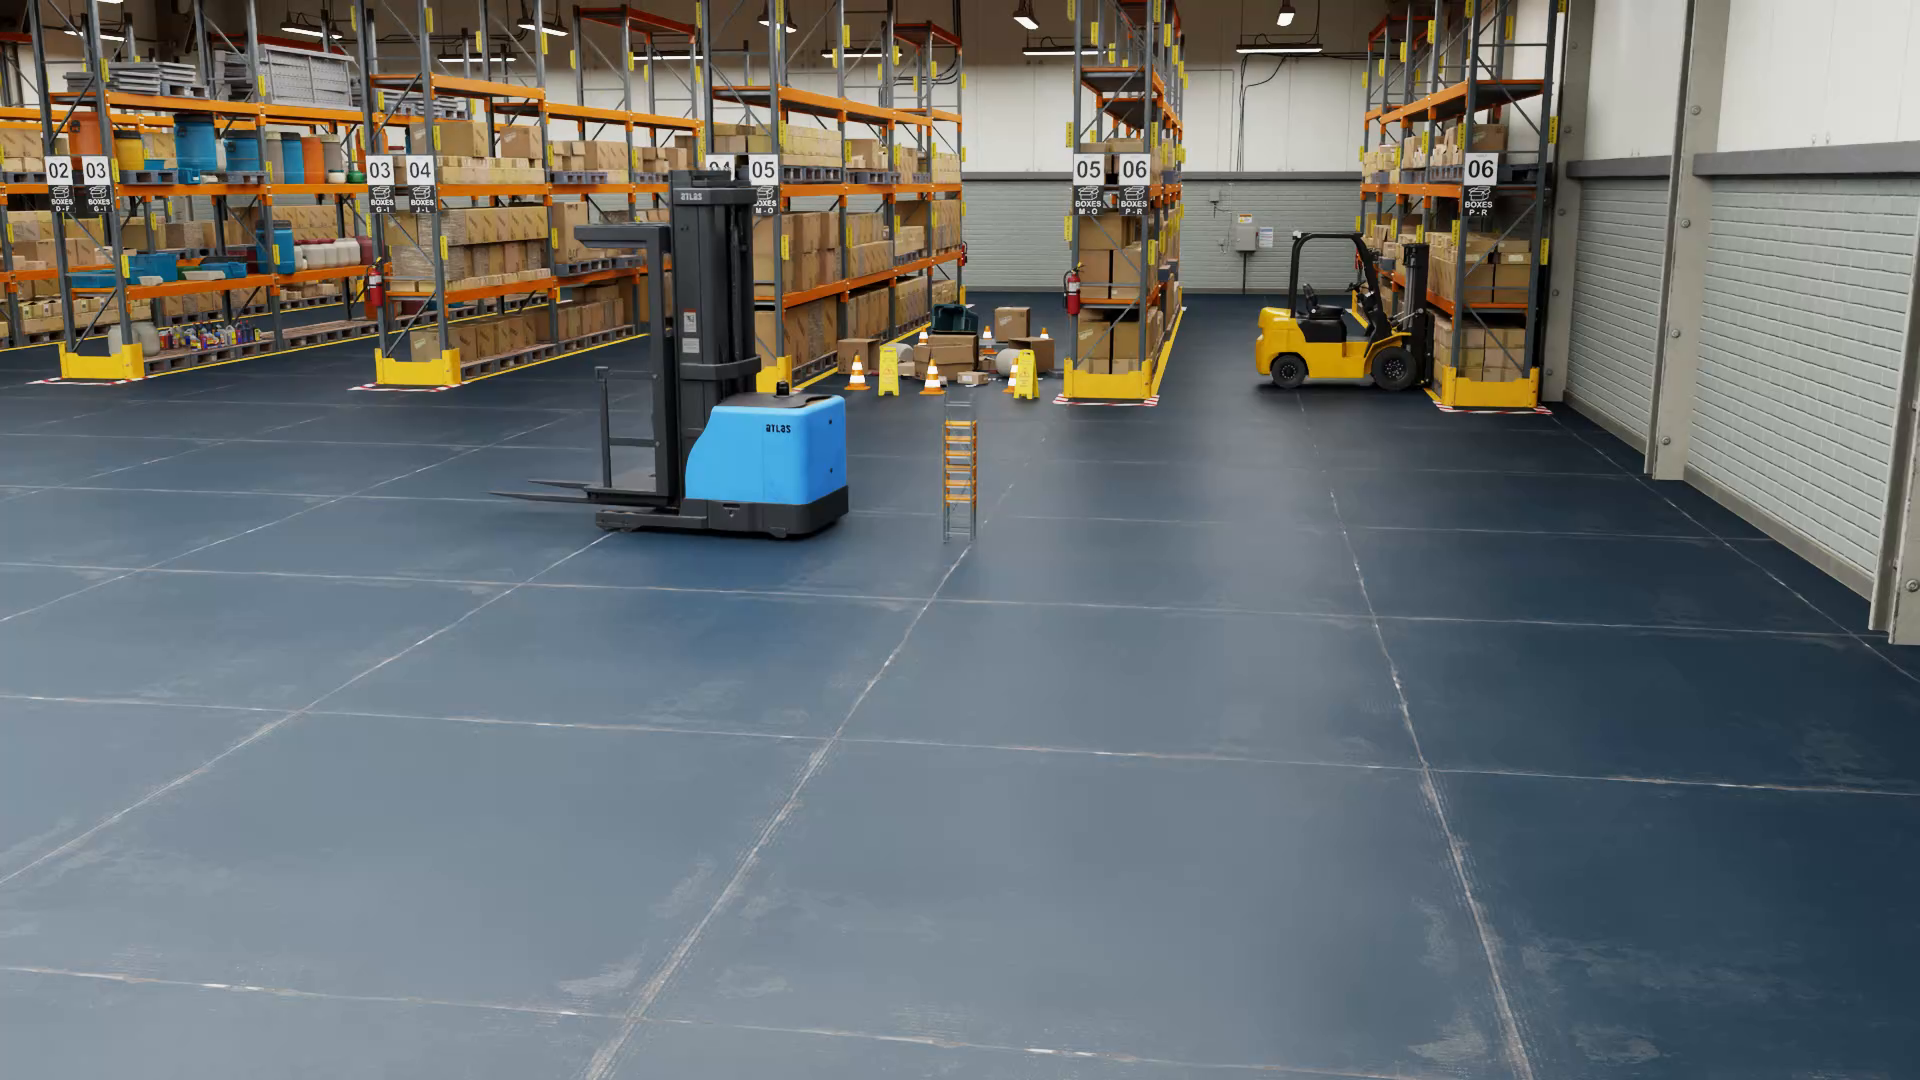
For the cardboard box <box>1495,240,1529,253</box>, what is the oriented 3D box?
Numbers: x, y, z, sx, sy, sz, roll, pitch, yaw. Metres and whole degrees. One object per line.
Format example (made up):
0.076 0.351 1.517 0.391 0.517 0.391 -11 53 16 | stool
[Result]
7.151 -3.805 21.545 0.380 0.149 0.250 2 12 8 | cardboard box

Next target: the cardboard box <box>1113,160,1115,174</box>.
1.887 -5.148 22.792 0.500 0.250 0.500 2 12 8 | cardboard box

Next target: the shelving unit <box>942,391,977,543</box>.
-0.002 -0.584 13.353 0.258 1.200 0.189 2 12 9 | shelving unit

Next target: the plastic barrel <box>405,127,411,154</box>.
-10.969 -7.926 33.846 0.600 0.901 0.708 2 12 9 | plastic barrel

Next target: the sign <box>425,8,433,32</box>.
-7.273 -7.122 22.775 0.100 0.325 0.005 2 12 9 | sign

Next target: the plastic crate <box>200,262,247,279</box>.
-11.990 -4.393 27.109 0.499 0.251 0.616 2 12 9 | plastic crate

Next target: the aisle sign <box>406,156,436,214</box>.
-7.523 -4.960 23.216 0.394 0.787 0.004 2 12 9 | aisle sign

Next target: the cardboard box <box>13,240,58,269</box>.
-16.767 -5.184 30.190 0.500 0.500 0.500 3 12 13 | cardboard box

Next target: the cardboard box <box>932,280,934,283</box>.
-0.803 -5.804 37.661 0.380 0.149 0.250 2 12 10 | cardboard box

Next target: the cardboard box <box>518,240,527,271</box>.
-7.436 -4.544 26.514 0.875 0.500 0.500 2 12 9 | cardboard box

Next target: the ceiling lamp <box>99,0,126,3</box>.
-14.333 -10.536 27.165 0.800 3.185 2.000 2 12 9 | ceiling lamp

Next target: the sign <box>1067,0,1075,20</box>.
1.437 -6.879 21.461 0.100 0.325 0.005 2 12 9 | sign

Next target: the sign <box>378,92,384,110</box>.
-10.928 -8.296 31.393 0.100 0.325 0.005 2 12 9 | sign

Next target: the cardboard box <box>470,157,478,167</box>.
-7.332 -5.561 24.469 0.380 0.149 0.250 2 12 9 | cardboard box

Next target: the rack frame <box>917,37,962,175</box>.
-0.463 -9.793 37.575 1.000 3.000 0.127 2 12 9 | rack frame

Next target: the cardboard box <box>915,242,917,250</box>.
-1.062 -5.863 33.178 0.380 0.149 0.250 1 12 6 | cardboard box

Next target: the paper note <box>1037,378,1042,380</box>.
1.155 -2.373 24.434 0.142 0.019 0.148 -2 12 -11 | paper note

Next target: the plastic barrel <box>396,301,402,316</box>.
-11.416 -4.749 33.319 0.421 0.512 0.421 0 12 0 | plastic barrel

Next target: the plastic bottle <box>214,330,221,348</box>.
-12.017 -3.255 26.909 0.097 0.271 0.097 0 12 0 | plastic bottle

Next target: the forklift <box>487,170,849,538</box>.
-2.532 -1.602 13.968 3.031 2.935 1.130 4 13 16 | forklift

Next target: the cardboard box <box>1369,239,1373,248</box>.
8.633 -6.019 33.953 0.500 0.250 0.500 2 12 9 | cardboard box

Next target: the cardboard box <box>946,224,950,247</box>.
-0.518 -6.636 36.224 0.500 0.500 0.500 3 12 11 | cardboard box

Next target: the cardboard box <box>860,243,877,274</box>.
-1.727 -4.827 28.533 0.500 0.500 0.500 2 12 10 | cardboard box

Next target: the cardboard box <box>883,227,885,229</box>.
-1.713 -6.171 33.193 0.380 0.149 0.250 2 12 8 | cardboard box

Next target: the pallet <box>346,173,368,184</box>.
-11.259 -7.067 32.495 1.003 0.211 1.213 2 12 9 | pallet

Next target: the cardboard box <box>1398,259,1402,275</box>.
7.726 -4.633 28.229 0.500 0.250 0.500 2 12 7 | cardboard box

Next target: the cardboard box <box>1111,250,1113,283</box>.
1.876 -3.811 23.112 0.500 0.500 0.500 2 12 9 | cardboard box

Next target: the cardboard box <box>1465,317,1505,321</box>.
7.395 -2.989 23.397 0.500 0.250 0.500 2 12 8 | cardboard box

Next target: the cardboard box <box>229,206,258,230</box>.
-15.930 -7.183 37.091 0.500 0.500 0.500 2 12 9 | cardboard box

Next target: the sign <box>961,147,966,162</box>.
0.082 -8.737 37.695 0.100 0.325 0.005 2 12 9 | sign

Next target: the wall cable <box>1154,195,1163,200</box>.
5.288 -8.408 42.900 0.585 1.953 0.123 2 12 9 | wall cable

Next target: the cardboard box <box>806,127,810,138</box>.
-2.362 -5.841 23.826 0.380 0.149 0.250 2 12 8 | cardboard box

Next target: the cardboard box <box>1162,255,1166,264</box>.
3.223 -4.681 27.692 0.380 0.149 0.250 2 12 11 | cardboard box

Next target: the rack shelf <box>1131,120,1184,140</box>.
4.136 -8.690 35.114 1.077 0.370 4.000 2 12 9 | rack shelf

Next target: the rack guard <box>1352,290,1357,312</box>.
9.337 -5.323 37.007 1.175 0.500 0.348 2 12 9 | rack guard

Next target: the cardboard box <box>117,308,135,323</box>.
-16.283 -4.335 32.018 0.500 0.250 0.500 2 12 8 | cardboard box

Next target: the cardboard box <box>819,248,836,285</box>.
-2.416 -4.243 25.707 0.875 0.550 0.550 2 12 9 | cardboard box

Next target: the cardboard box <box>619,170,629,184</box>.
-6.410 -6.663 30.526 0.500 0.250 0.500 2 12 9 | cardboard box

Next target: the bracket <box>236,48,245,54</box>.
-19.692 -13.374 45.648 0.235 0.232 0.430 2 12 9 | bracket

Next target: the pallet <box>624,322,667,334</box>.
-6.383 -4.175 32.367 1.003 0.211 1.213 2 12 9 | pallet

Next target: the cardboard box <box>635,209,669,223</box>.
-6.251 -6.343 33.188 0.797 0.503 0.637 2 12 10 | cardboard box

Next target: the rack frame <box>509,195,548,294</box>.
-10.243 -7.203 39.795 1.000 3.000 0.127 2 12 9 | rack frame

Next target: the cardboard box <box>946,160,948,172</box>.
-0.531 -8.076 35.896 0.500 0.250 0.500 1 12 6 | cardboard box

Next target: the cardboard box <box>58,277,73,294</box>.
-20.431 -5.827 38.346 0.700 0.500 0.500 2 12 9 | cardboard box

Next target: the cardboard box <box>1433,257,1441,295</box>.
6.938 -3.710 23.349 0.500 0.500 0.500 2 12 9 | cardboard box

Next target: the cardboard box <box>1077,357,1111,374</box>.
1.845 -2.434 23.195 0.500 0.250 0.500 2 12 8 | cardboard box

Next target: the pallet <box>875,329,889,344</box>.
-1.889 -3.670 30.023 1.003 0.211 1.213 2 12 9 | pallet

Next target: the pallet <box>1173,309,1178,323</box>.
4.023 -4.681 34.713 1.003 0.211 1.213 2 12 9 | pallet

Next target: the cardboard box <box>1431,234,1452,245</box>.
7.038 -4.357 24.106 0.380 0.149 0.250 2 12 10 | cardboard box

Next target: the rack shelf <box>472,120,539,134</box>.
-10.550 -9.172 37.349 1.077 0.370 4.000 2 12 9 | rack shelf

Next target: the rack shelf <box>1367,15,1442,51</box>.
9.041 -10.350 33.979 1.077 0.370 4.000 2 12 9 | rack shelf

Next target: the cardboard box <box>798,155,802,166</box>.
-2.438 -5.346 23.424 0.380 0.149 0.250 2 12 9 | cardboard box

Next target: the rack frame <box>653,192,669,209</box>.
-5.964 -6.209 35.186 1.000 3.000 0.127 2 12 9 | rack frame
